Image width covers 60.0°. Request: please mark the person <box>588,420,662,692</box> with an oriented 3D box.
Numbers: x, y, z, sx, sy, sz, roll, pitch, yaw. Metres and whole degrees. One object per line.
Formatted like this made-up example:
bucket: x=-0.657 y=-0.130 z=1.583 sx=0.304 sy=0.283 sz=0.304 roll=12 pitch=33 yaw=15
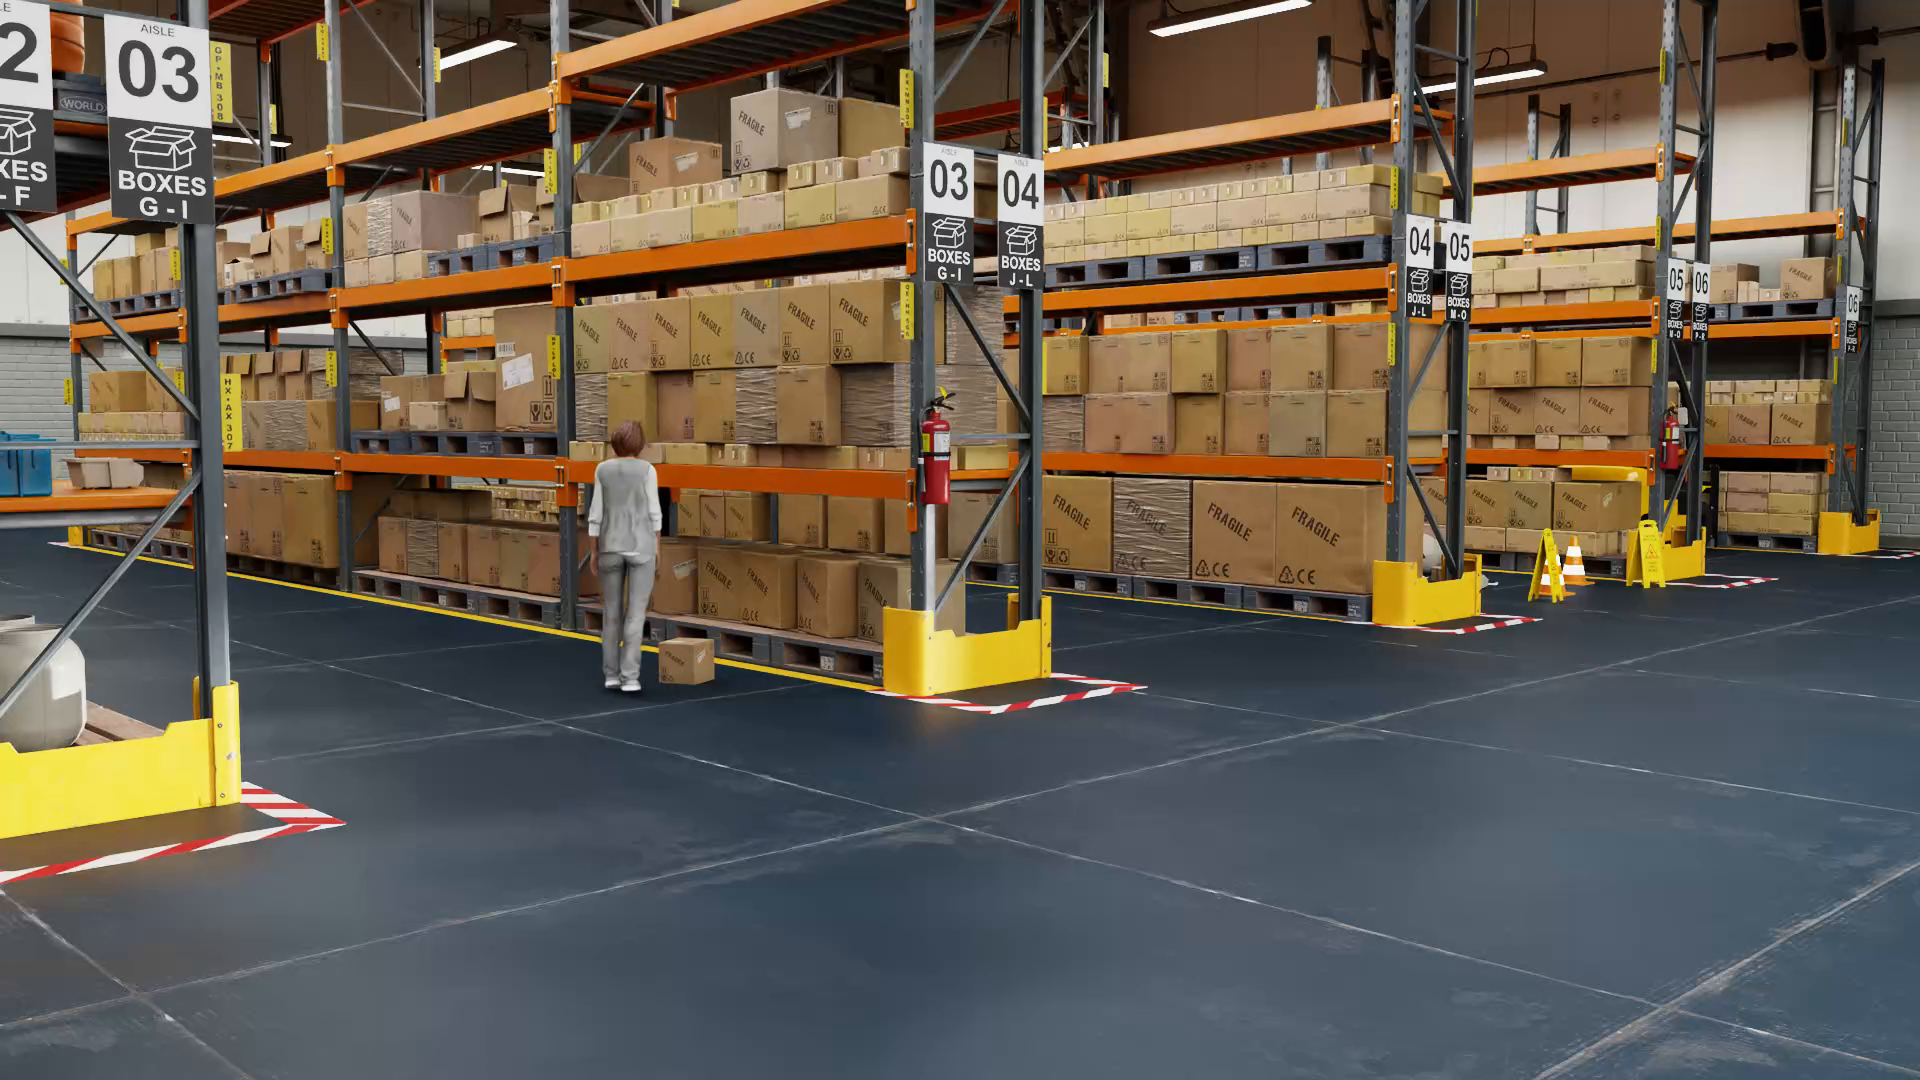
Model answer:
person: x=-1.960 y=0.107 z=9.795 sx=0.432 sy=1.622 sz=0.483 roll=1 pitch=4 yaw=7
